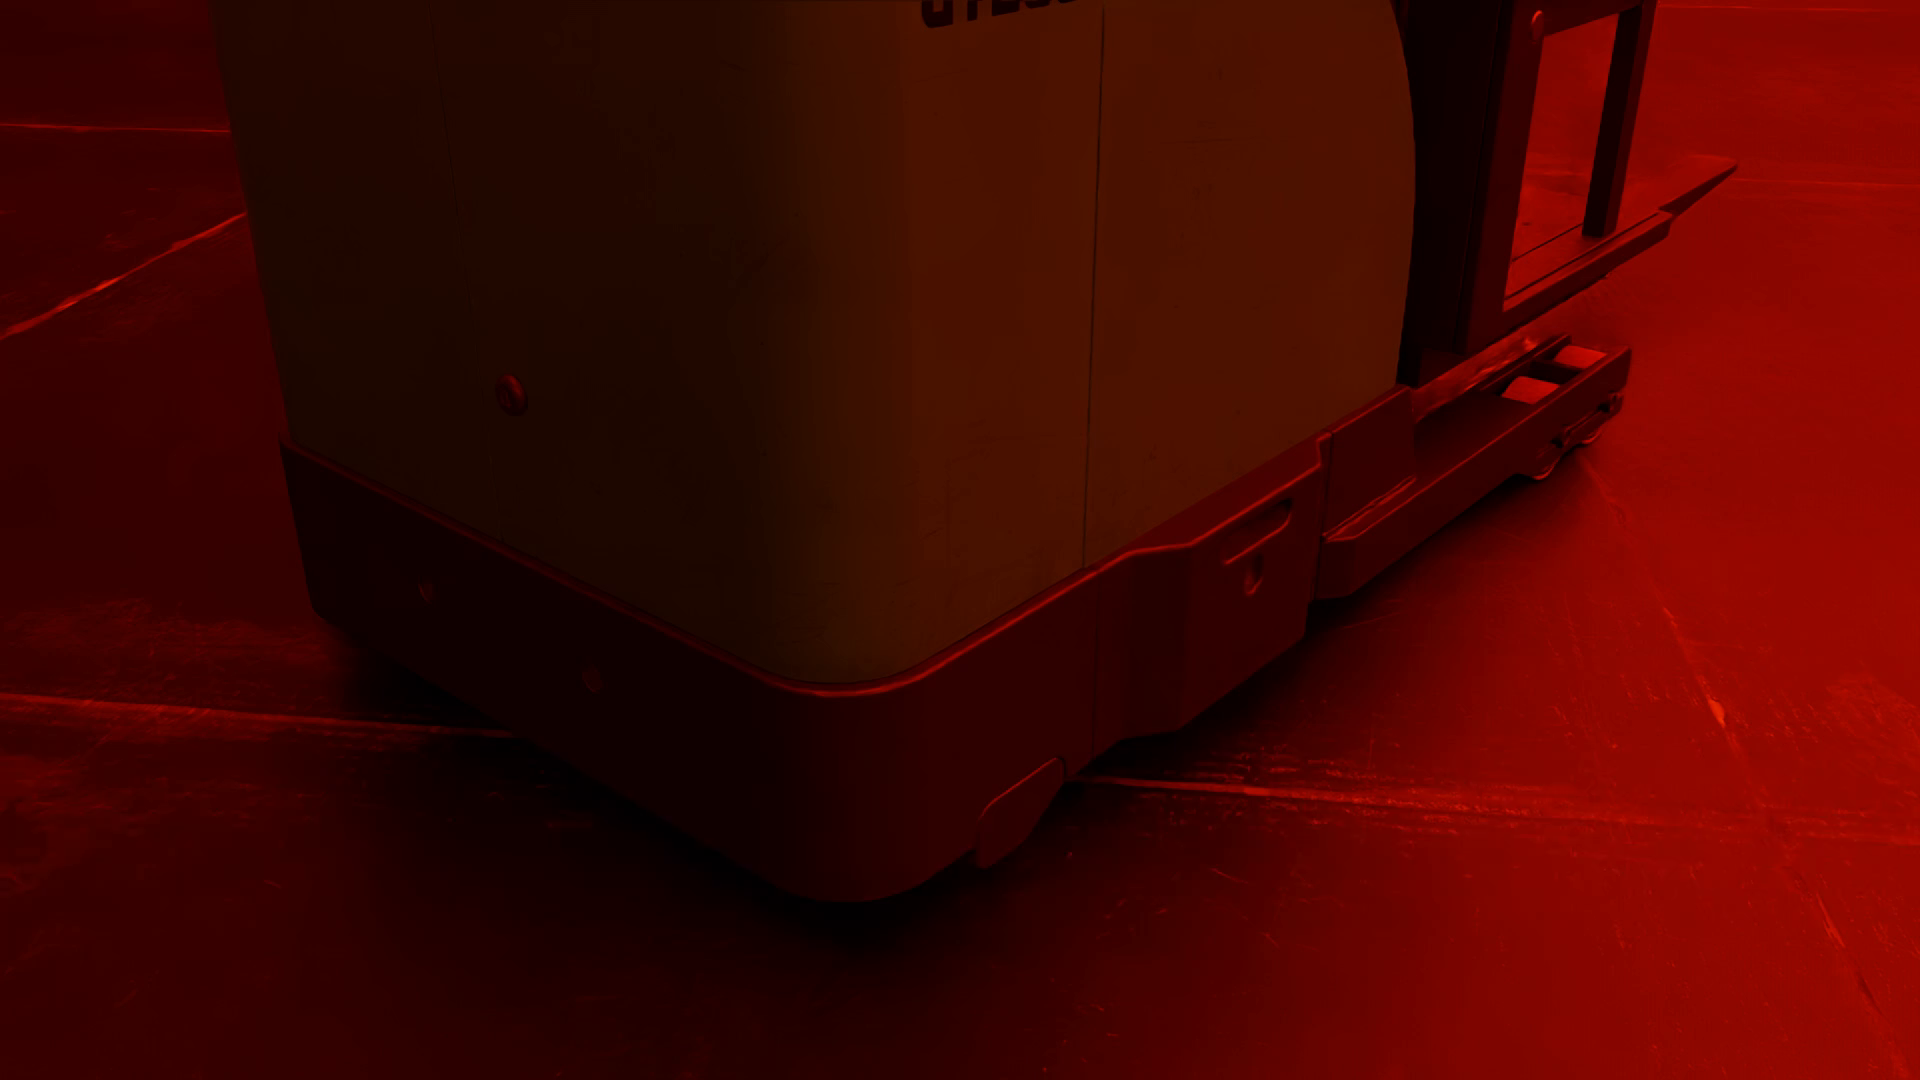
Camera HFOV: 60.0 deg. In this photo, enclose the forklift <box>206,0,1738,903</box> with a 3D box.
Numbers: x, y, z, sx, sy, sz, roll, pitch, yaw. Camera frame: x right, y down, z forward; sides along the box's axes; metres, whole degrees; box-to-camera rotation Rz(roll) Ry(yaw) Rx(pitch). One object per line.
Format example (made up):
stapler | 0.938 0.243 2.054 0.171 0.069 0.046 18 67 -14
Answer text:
forklift | 0.485 -1.538 2.299 1.130 2.935 3.031 21 33 36
